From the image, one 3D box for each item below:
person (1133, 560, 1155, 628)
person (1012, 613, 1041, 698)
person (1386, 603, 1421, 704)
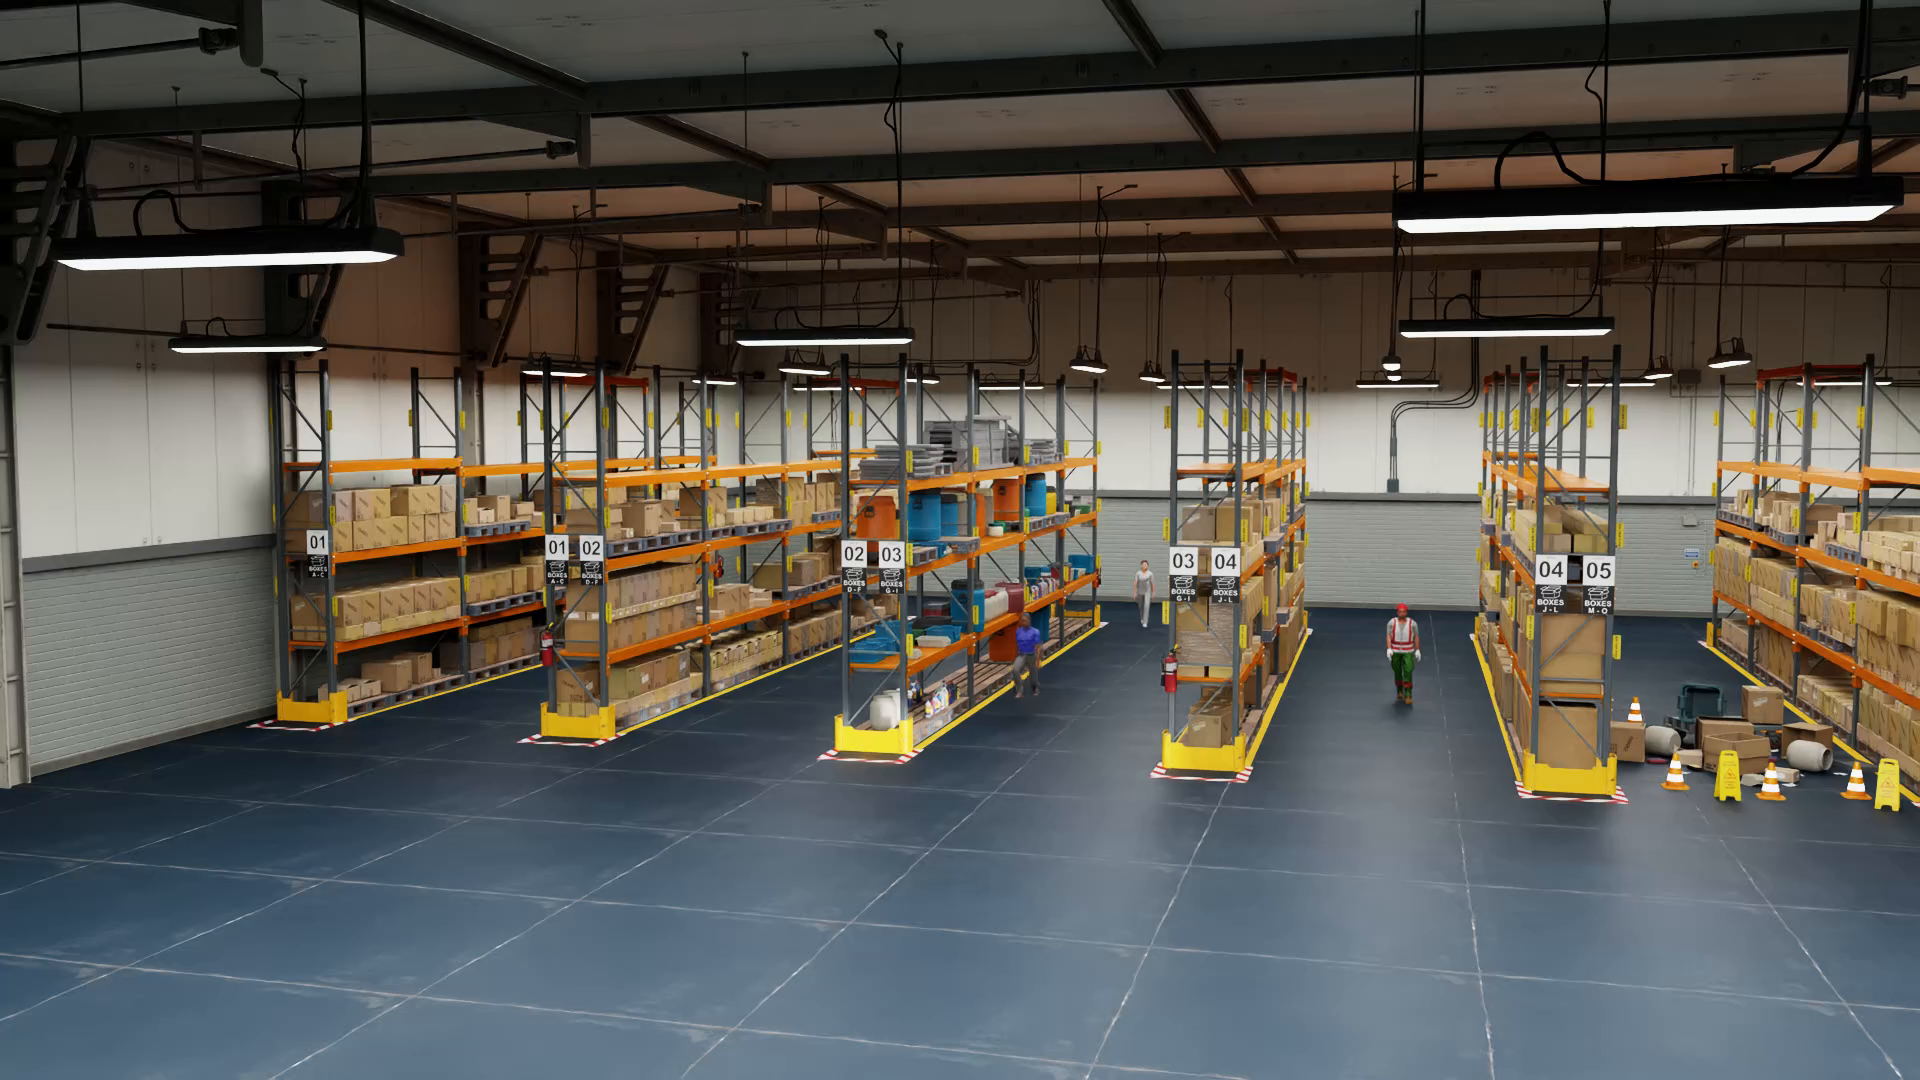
[{"bbox_3d":[4.452,1.292,40.242,0.493,1.612,1.082,1,4,12],"label":"person"},{"bbox_3d":[1.148,1.971,28.412,0.480,1.442,0.926,1,4,15],"label":"person"},{"bbox_3d":[7.831,1.985,29.404,0.588,1.742,0.926,2,4,22],"label":"person"}]
